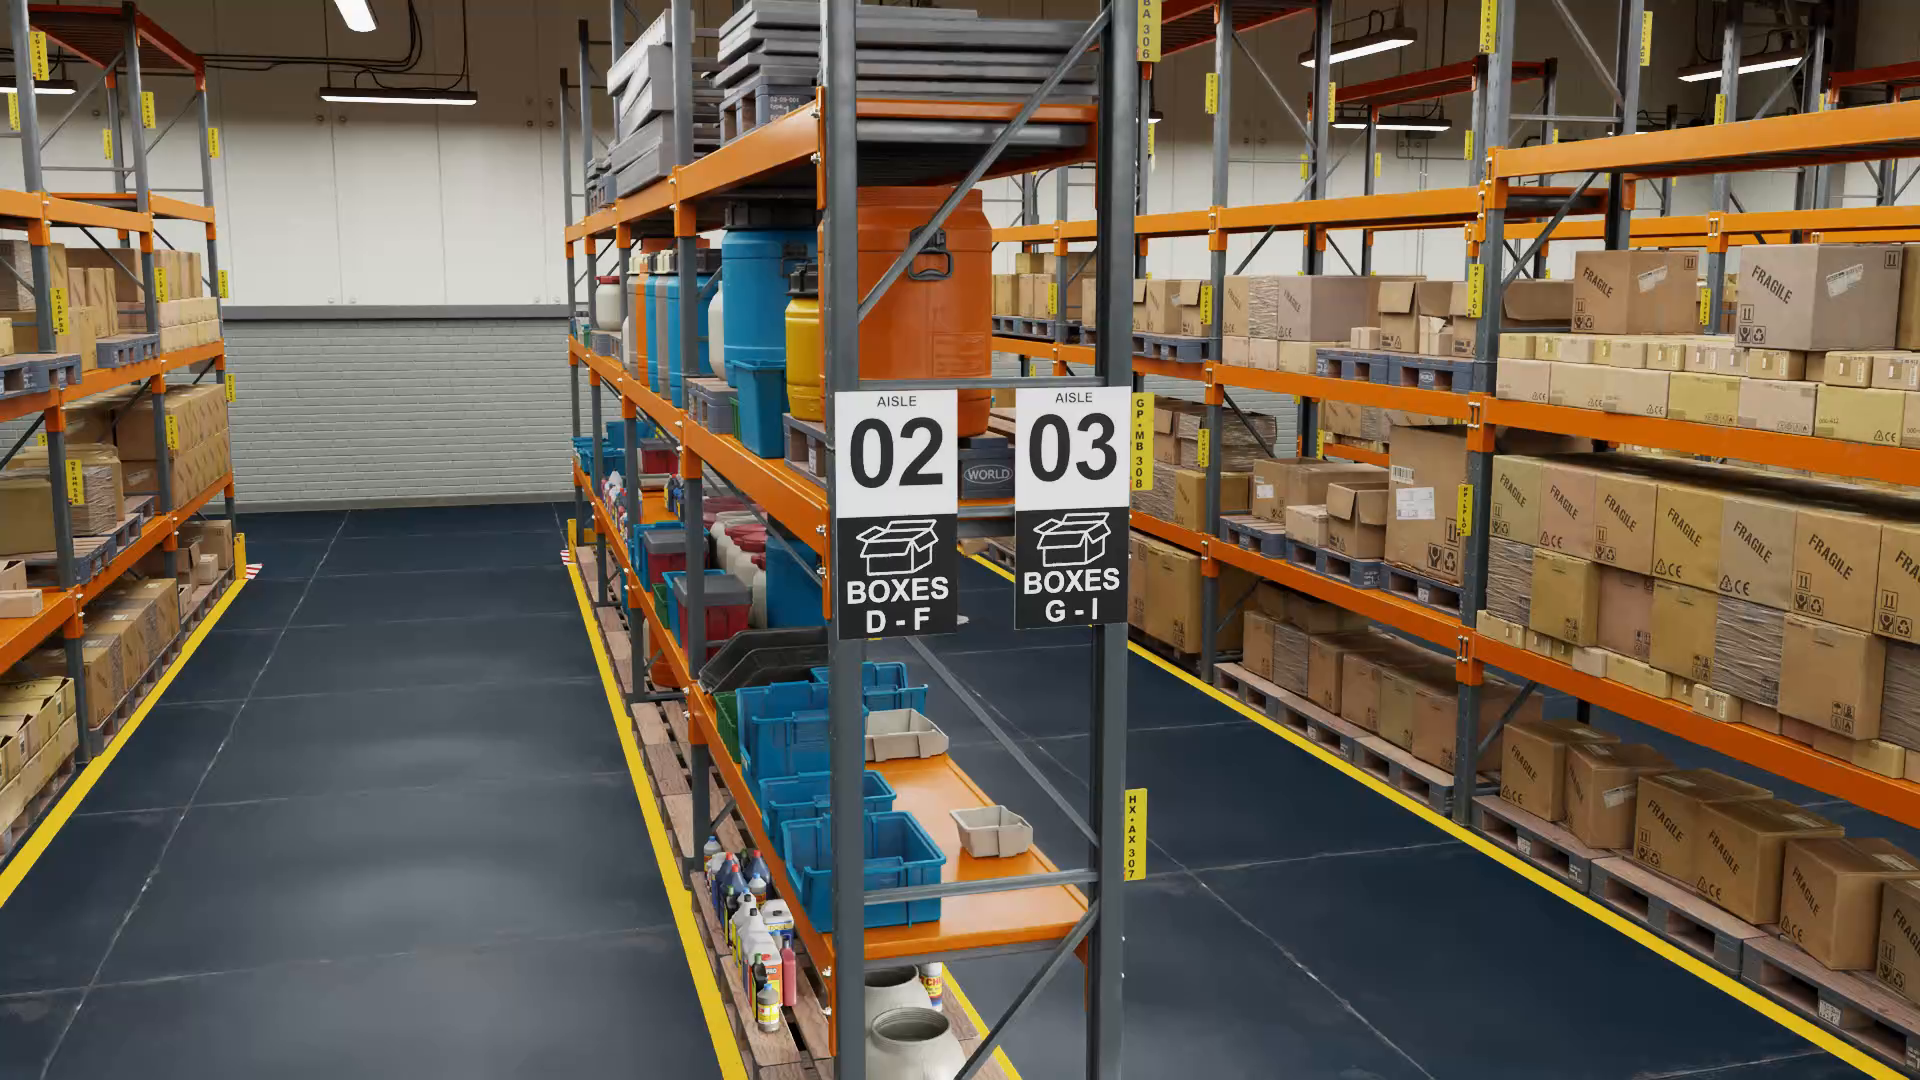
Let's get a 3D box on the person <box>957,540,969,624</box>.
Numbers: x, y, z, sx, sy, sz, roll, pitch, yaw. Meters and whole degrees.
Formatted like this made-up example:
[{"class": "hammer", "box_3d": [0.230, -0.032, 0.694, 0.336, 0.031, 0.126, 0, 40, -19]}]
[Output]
[{"class": "person", "box_3d": [-0.237, -0.043, 17.132, 0.469, 1.784, 0.607, -6, 11, -35]}]
